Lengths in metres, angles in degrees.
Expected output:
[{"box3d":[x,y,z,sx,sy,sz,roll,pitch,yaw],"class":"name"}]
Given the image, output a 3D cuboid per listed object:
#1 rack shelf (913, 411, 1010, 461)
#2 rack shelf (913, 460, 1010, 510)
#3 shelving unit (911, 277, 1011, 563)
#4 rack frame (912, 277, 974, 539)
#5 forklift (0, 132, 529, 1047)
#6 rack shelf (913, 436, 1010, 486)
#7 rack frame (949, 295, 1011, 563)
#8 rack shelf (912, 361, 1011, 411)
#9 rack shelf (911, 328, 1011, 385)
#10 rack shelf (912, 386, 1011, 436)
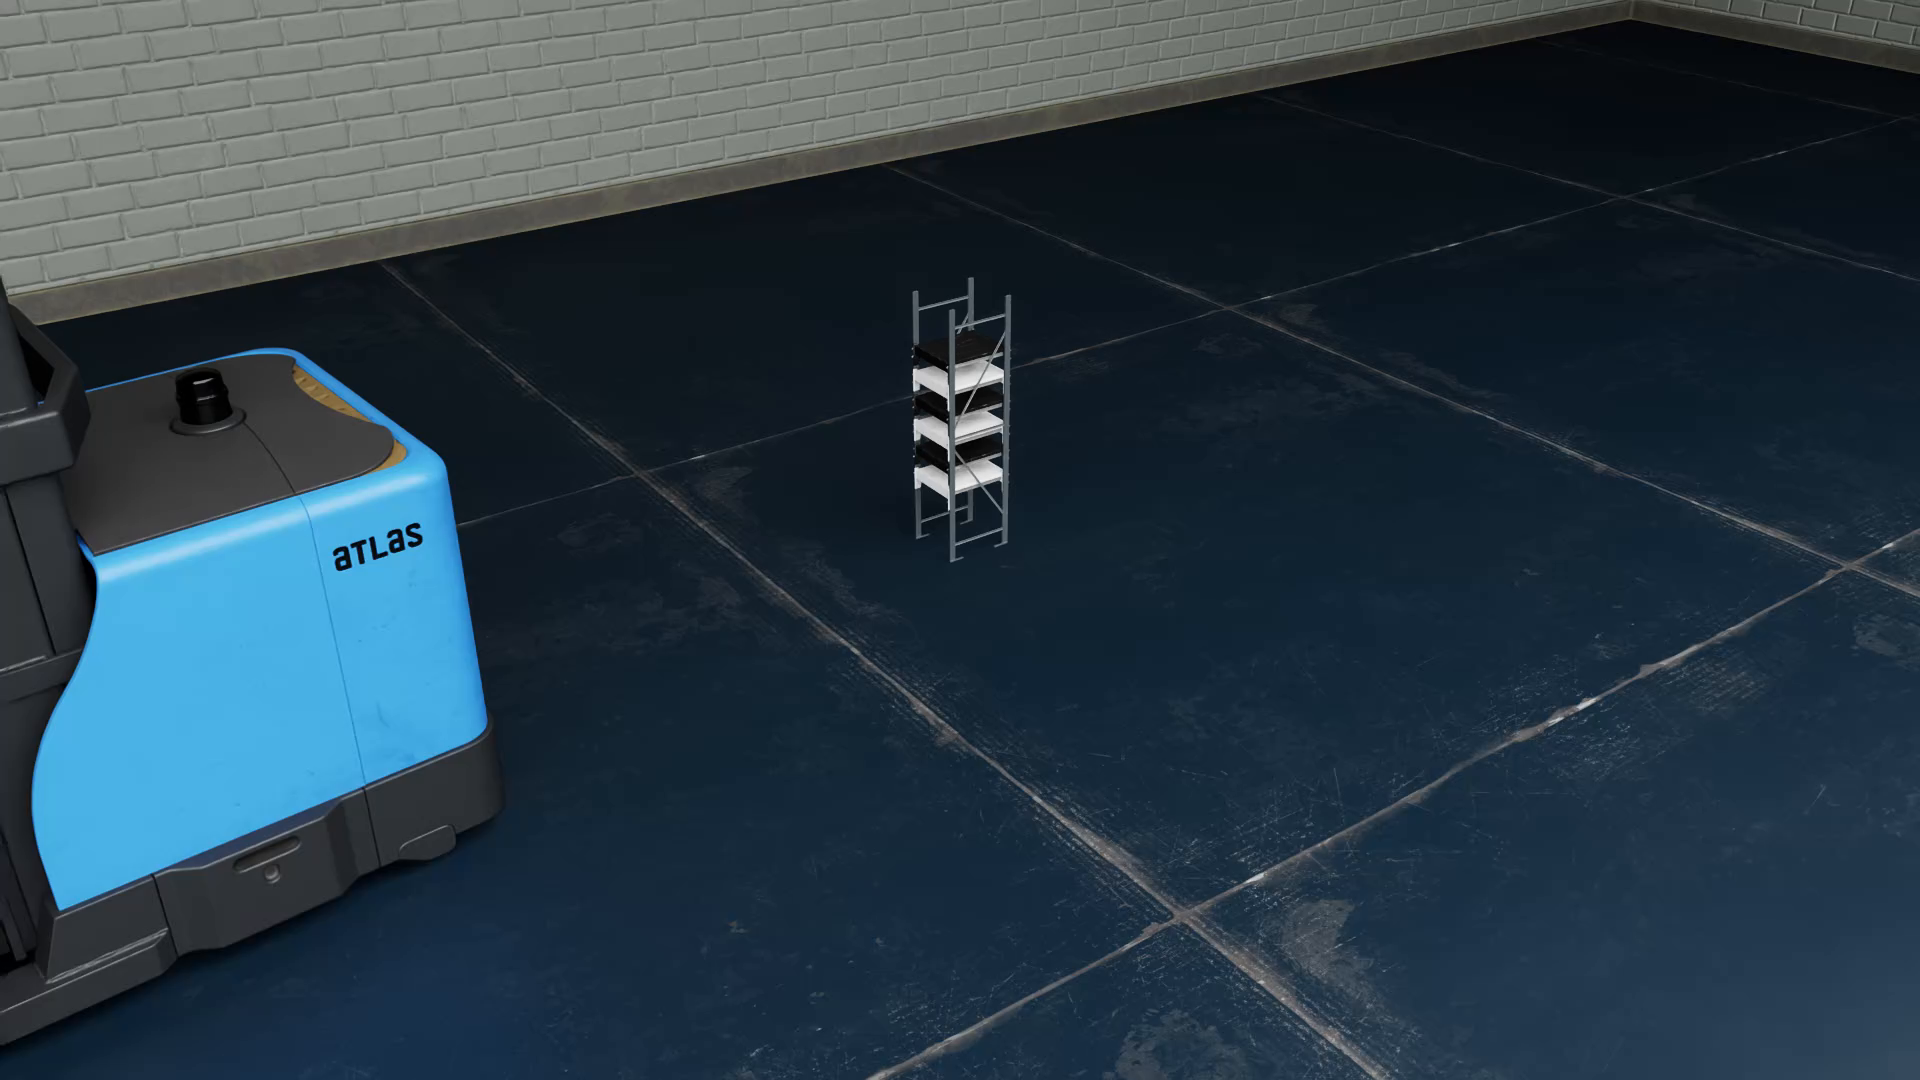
[{"box3d":[0.005,-0.363,5.545,0.258,0.077,0.200,-19,34,-31],"class":"rack shelf"},{"box3d":[0.005,-0.205,5.631,0.258,0.077,0.200,-19,34,-31],"class":"rack shelf"},{"box3d":[0.005,-0.392,5.529,0.258,0.900,0.210,-19,34,-31],"class":"shelving unit"},{"box3d":[-0.054,-0.432,5.602,0.240,0.900,0.006,-19,34,-31],"class":"rack frame"},{"box3d":[-2.583,-0.272,3.180,3.031,2.935,1.130,-22,36,-35],"class":"forklift"},{"box3d":[0.005,-0.284,5.588,0.258,0.077,0.200,-19,34,-31],"class":"rack shelf"},{"box3d":[0.064,-0.353,5.457,0.240,0.900,0.006,-19,34,-31],"class":"rack frame"},{"box3d":[0.005,-0.521,5.459,0.258,0.077,0.200,-19,34,-31],"class":"rack shelf"},{"box3d":[0.005,-0.600,5.416,0.258,0.077,0.200,-19,34,-31],"class":"rack shelf"},{"box3d":[0.005,-0.442,5.502,0.258,0.077,0.200,-19,34,-31],"class":"rack shelf"}]
